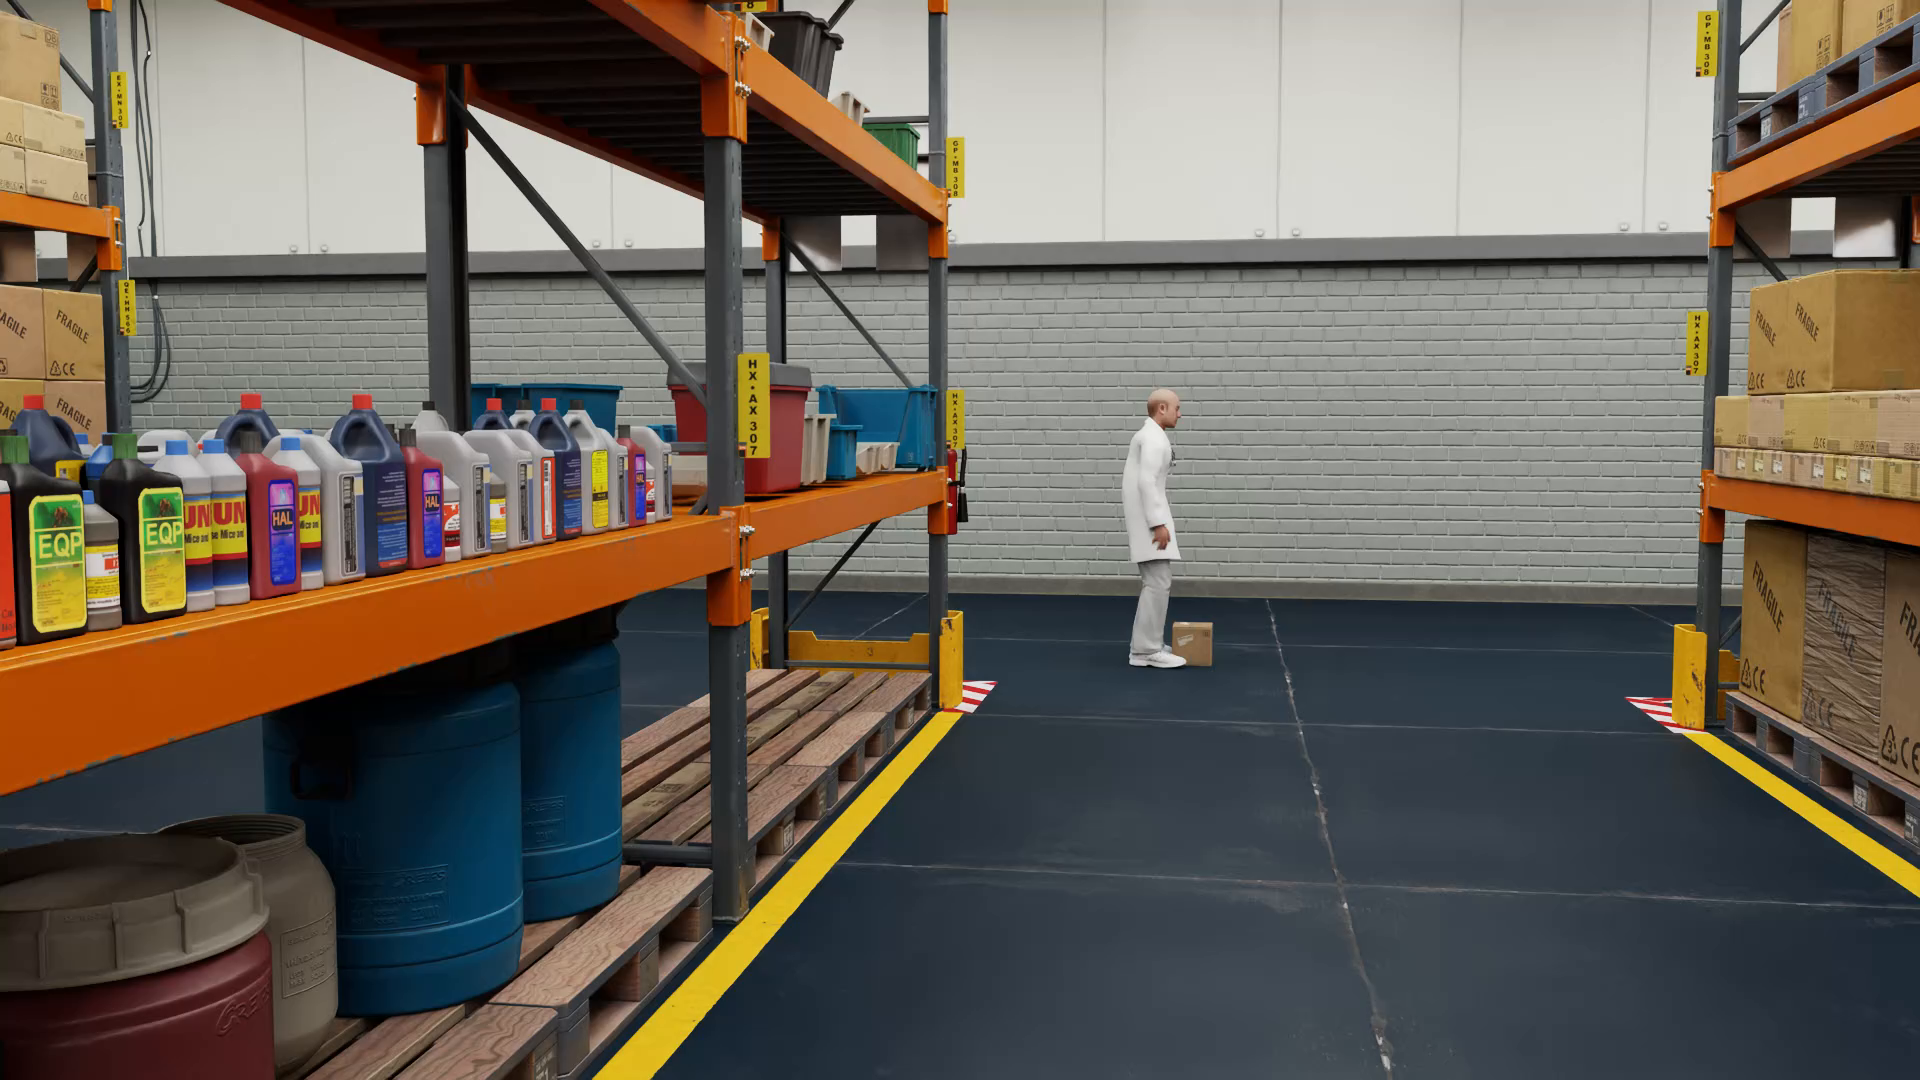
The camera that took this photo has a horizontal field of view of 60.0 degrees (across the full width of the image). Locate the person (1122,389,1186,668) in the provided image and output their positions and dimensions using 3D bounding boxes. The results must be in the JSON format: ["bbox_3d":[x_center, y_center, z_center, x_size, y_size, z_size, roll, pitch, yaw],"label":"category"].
[{"bbox_3d":[1.260,-0.089,10.762,0.429,1.772,0.647,0,4,5],"label":"person"}]
